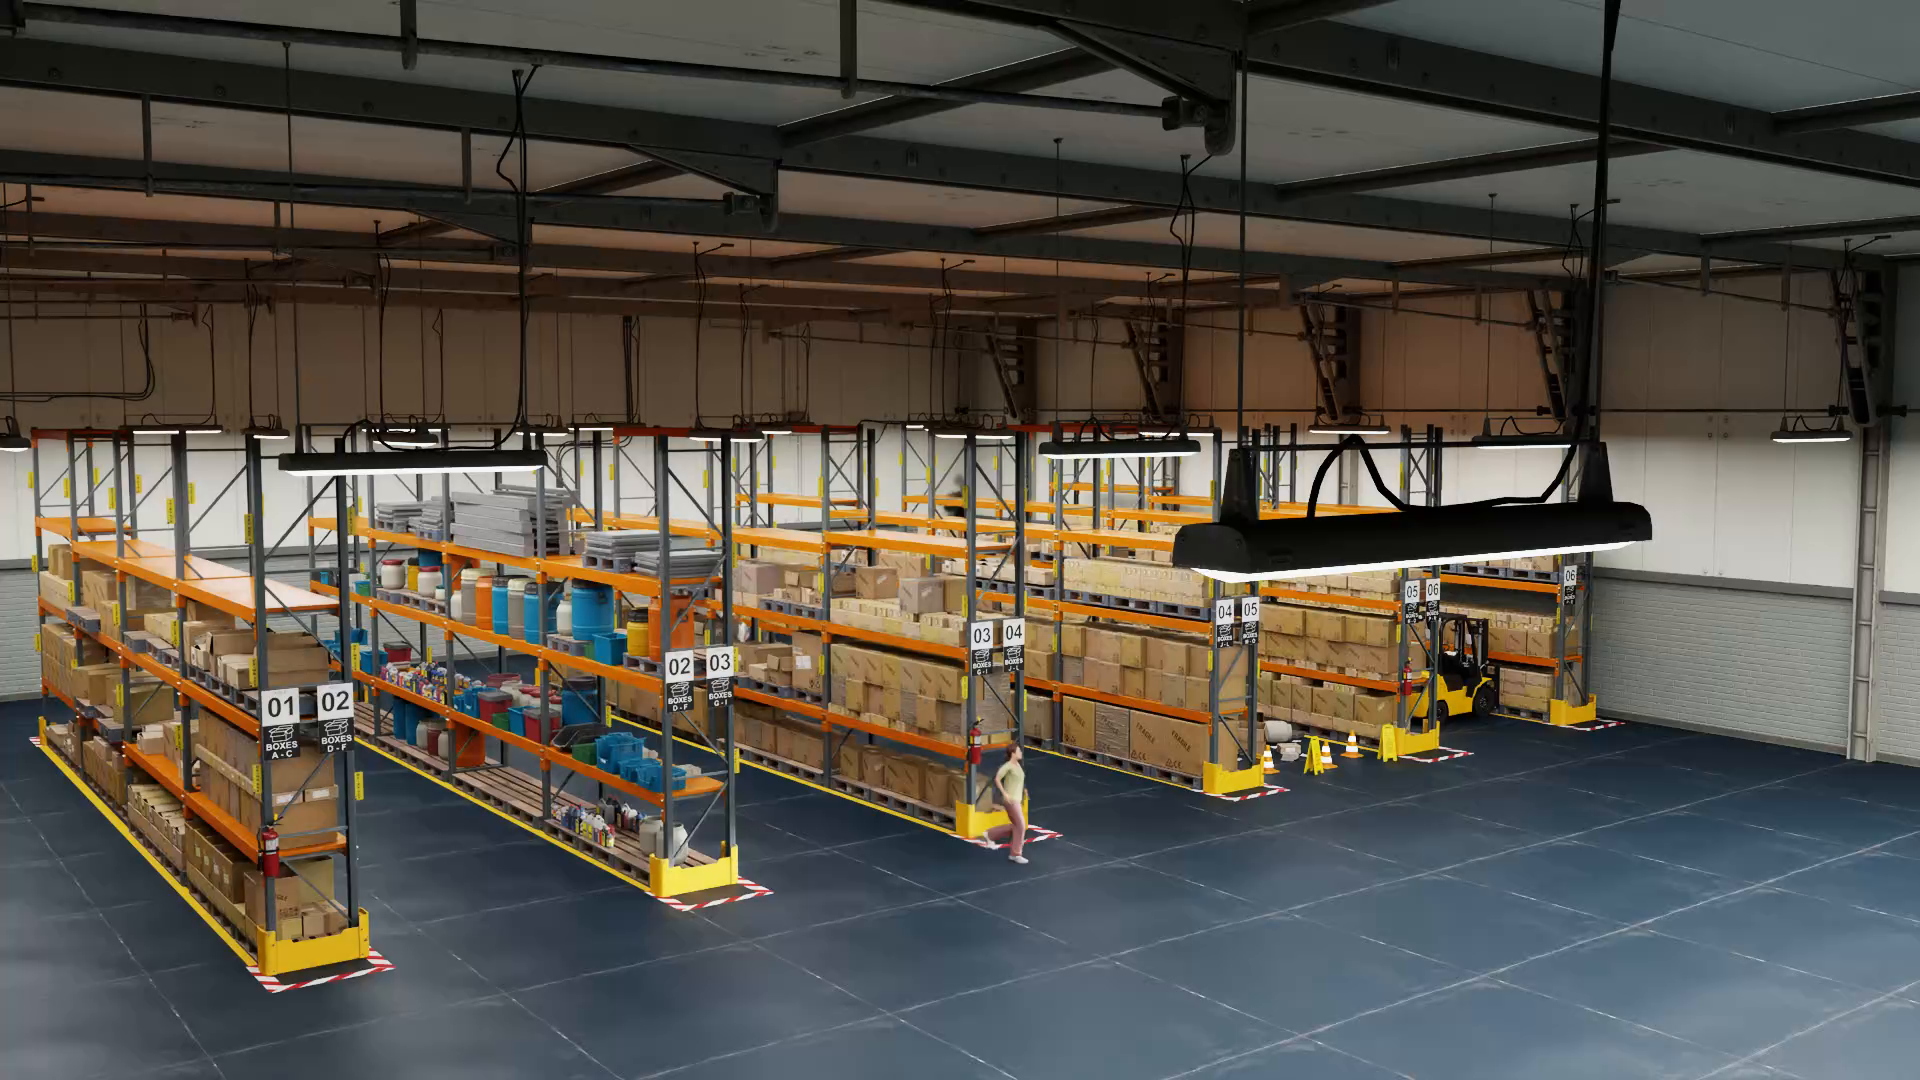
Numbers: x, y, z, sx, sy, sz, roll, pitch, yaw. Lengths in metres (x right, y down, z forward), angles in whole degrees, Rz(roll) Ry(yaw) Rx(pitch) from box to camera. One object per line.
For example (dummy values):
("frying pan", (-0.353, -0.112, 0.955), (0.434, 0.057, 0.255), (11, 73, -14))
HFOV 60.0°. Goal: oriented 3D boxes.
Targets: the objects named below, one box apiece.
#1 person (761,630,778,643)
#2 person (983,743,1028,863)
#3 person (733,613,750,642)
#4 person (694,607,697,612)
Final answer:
("person", (-4.796, 2.261, 42.167), (0.544, 1.559, 0.544), (-4, 6, -39))
("person", (0.688, 3.688, 23.519), (0.736, 1.642, 0.619), (2, 5, 23))
("person", (-5.093, 2.488, 37.828), (0.640, 1.836, 0.764), (-3, 6, -36))
("person", (-6.654, 2.406, 40.289), (0.802, 1.579, 0.505), (0, 4, 1))
